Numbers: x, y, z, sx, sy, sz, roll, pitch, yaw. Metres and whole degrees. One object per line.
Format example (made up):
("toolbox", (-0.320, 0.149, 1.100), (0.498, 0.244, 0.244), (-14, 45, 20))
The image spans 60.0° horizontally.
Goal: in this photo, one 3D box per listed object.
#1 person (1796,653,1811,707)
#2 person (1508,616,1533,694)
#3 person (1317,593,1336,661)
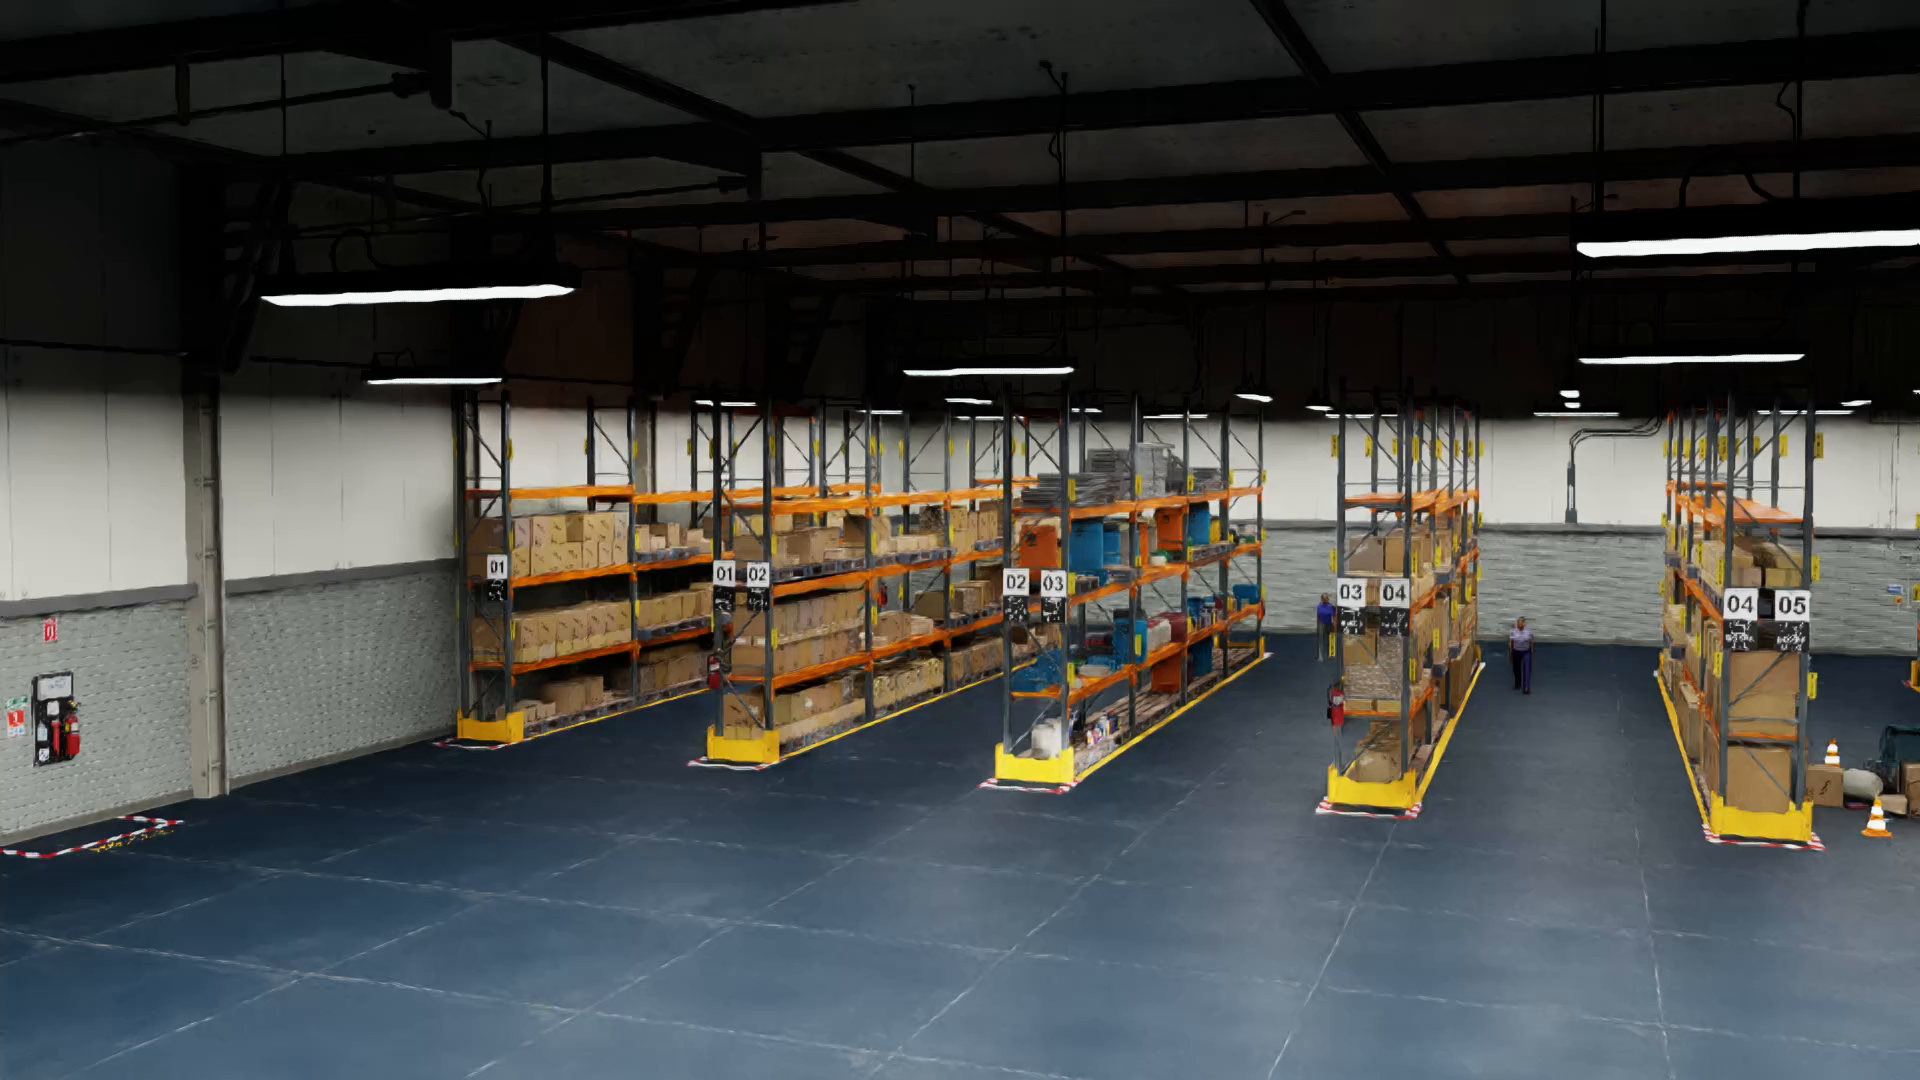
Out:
("person", (16.213, 2.381, 32.195), (0.524, 1.677, 0.459), (-3, 4, -39))
("person", (11.490, 2.328, 34.087), (0.479, 1.567, 1.090), (1, 3, 23))
("person", (8.641, 2.037, 39.234), (0.463, 1.596, 0.998), (1, 3, 19))
